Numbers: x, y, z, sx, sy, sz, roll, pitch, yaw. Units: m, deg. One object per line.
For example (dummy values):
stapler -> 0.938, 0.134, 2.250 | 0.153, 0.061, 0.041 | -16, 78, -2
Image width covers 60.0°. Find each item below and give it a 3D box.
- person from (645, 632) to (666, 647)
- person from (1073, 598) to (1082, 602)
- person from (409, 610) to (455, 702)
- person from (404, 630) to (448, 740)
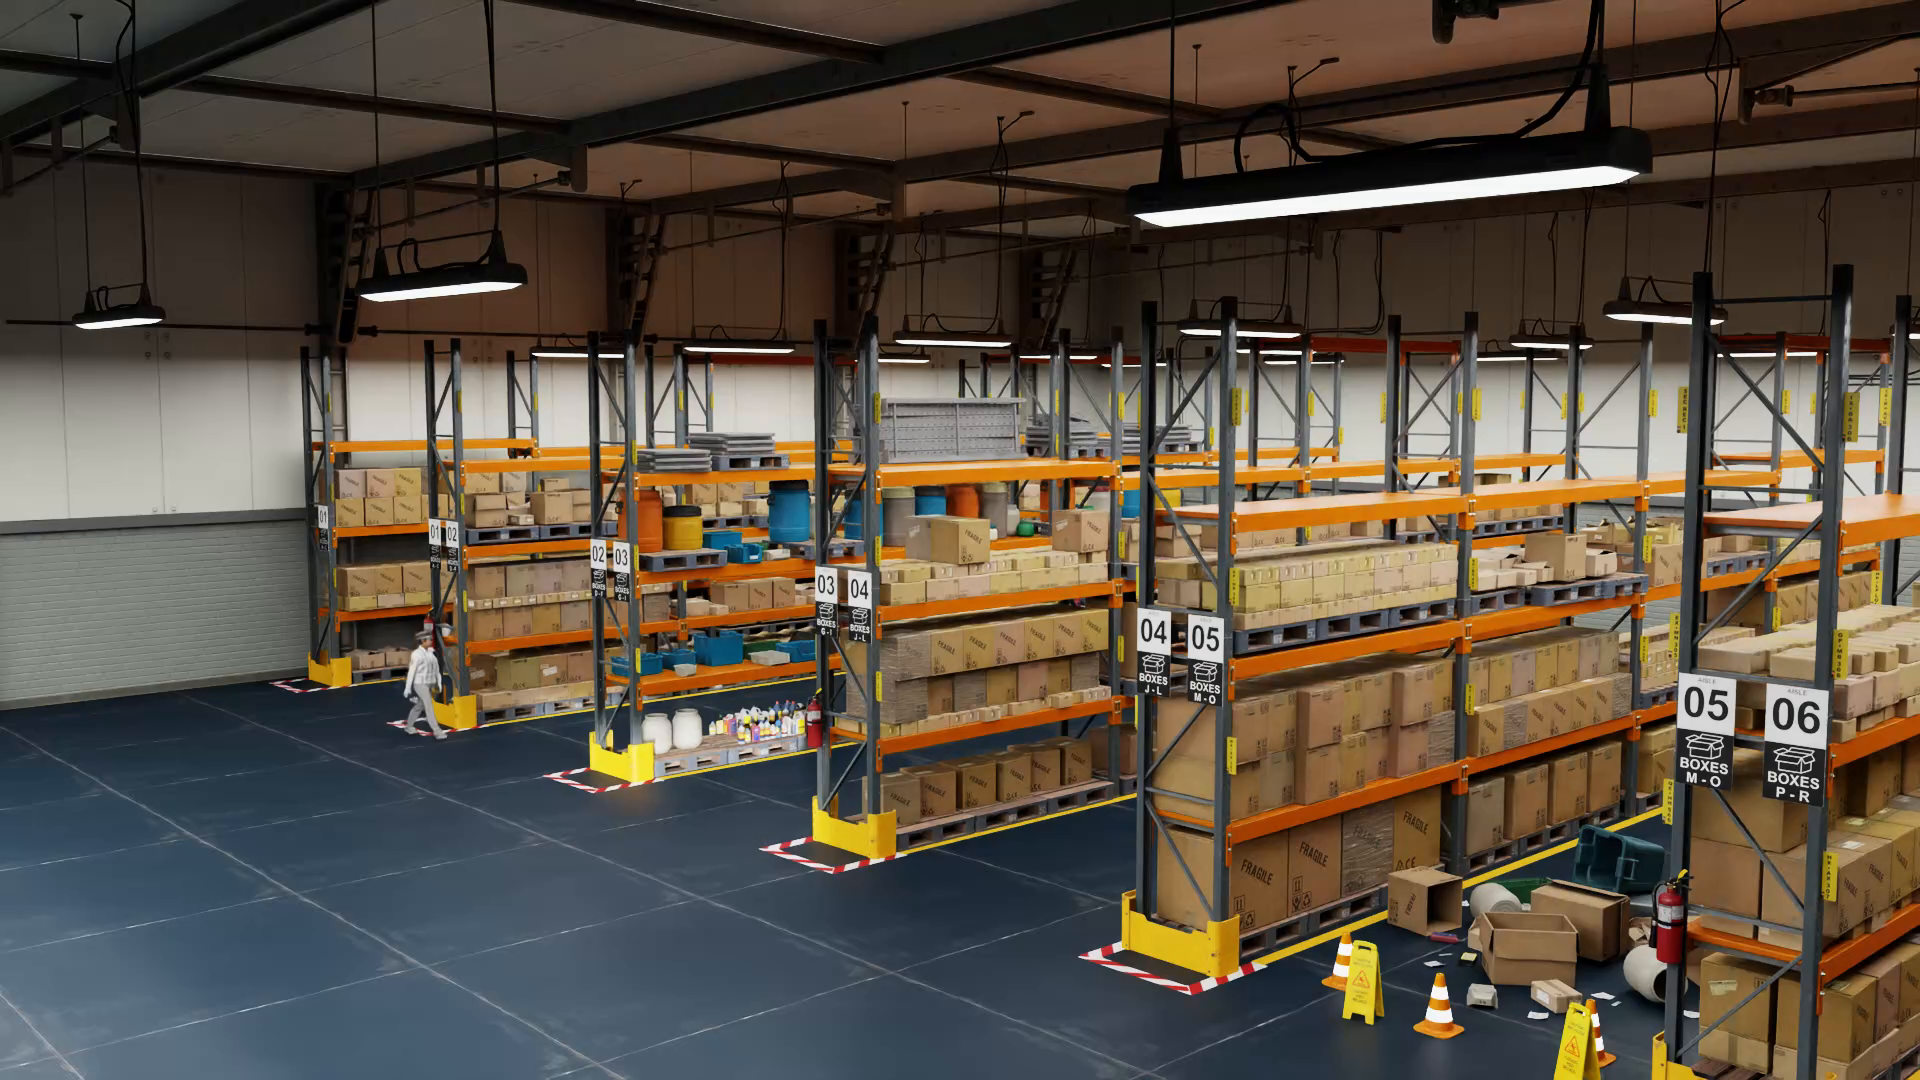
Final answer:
person -> -5.629, 1.627, 30.883 | 0.516, 1.633, 0.909 | 3, 6, 33
person -> 2.291, 1.568, 31.207 | 0.584, 1.662, 1.078 | 5, 7, 44
person -> -8.661, 1.947, 27.641 | 0.434, 1.532, 0.967 | 3, 6, 34
person -> -7.987, 2.147, 24.927 | 1.041, 1.600, 0.555 | 2, 5, 23
